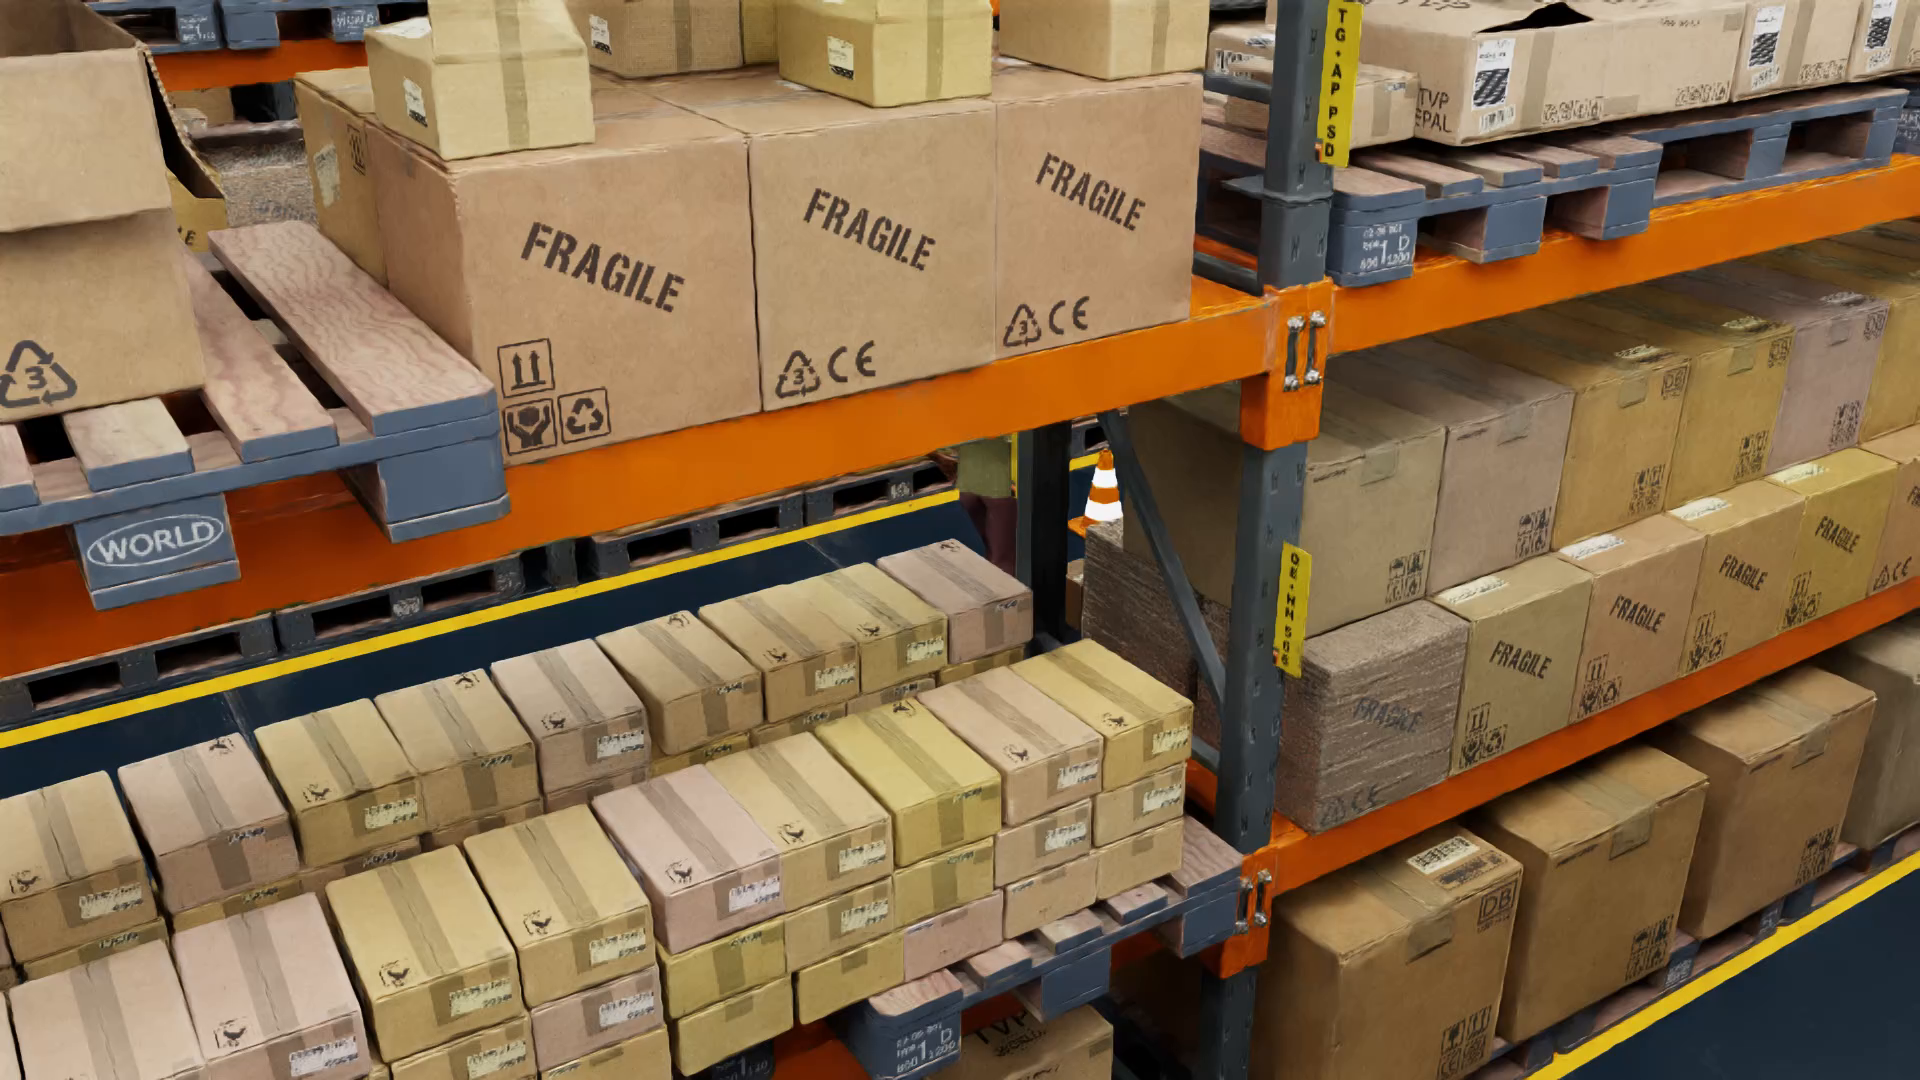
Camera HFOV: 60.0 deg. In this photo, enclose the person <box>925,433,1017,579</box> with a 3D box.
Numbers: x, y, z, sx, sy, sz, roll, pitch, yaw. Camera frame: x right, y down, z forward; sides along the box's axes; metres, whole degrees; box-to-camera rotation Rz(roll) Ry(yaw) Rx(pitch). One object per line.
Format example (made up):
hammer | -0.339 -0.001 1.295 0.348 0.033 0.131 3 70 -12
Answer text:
person | 0.196 -0.247 7.613 0.620 1.644 0.761 17 30 32
